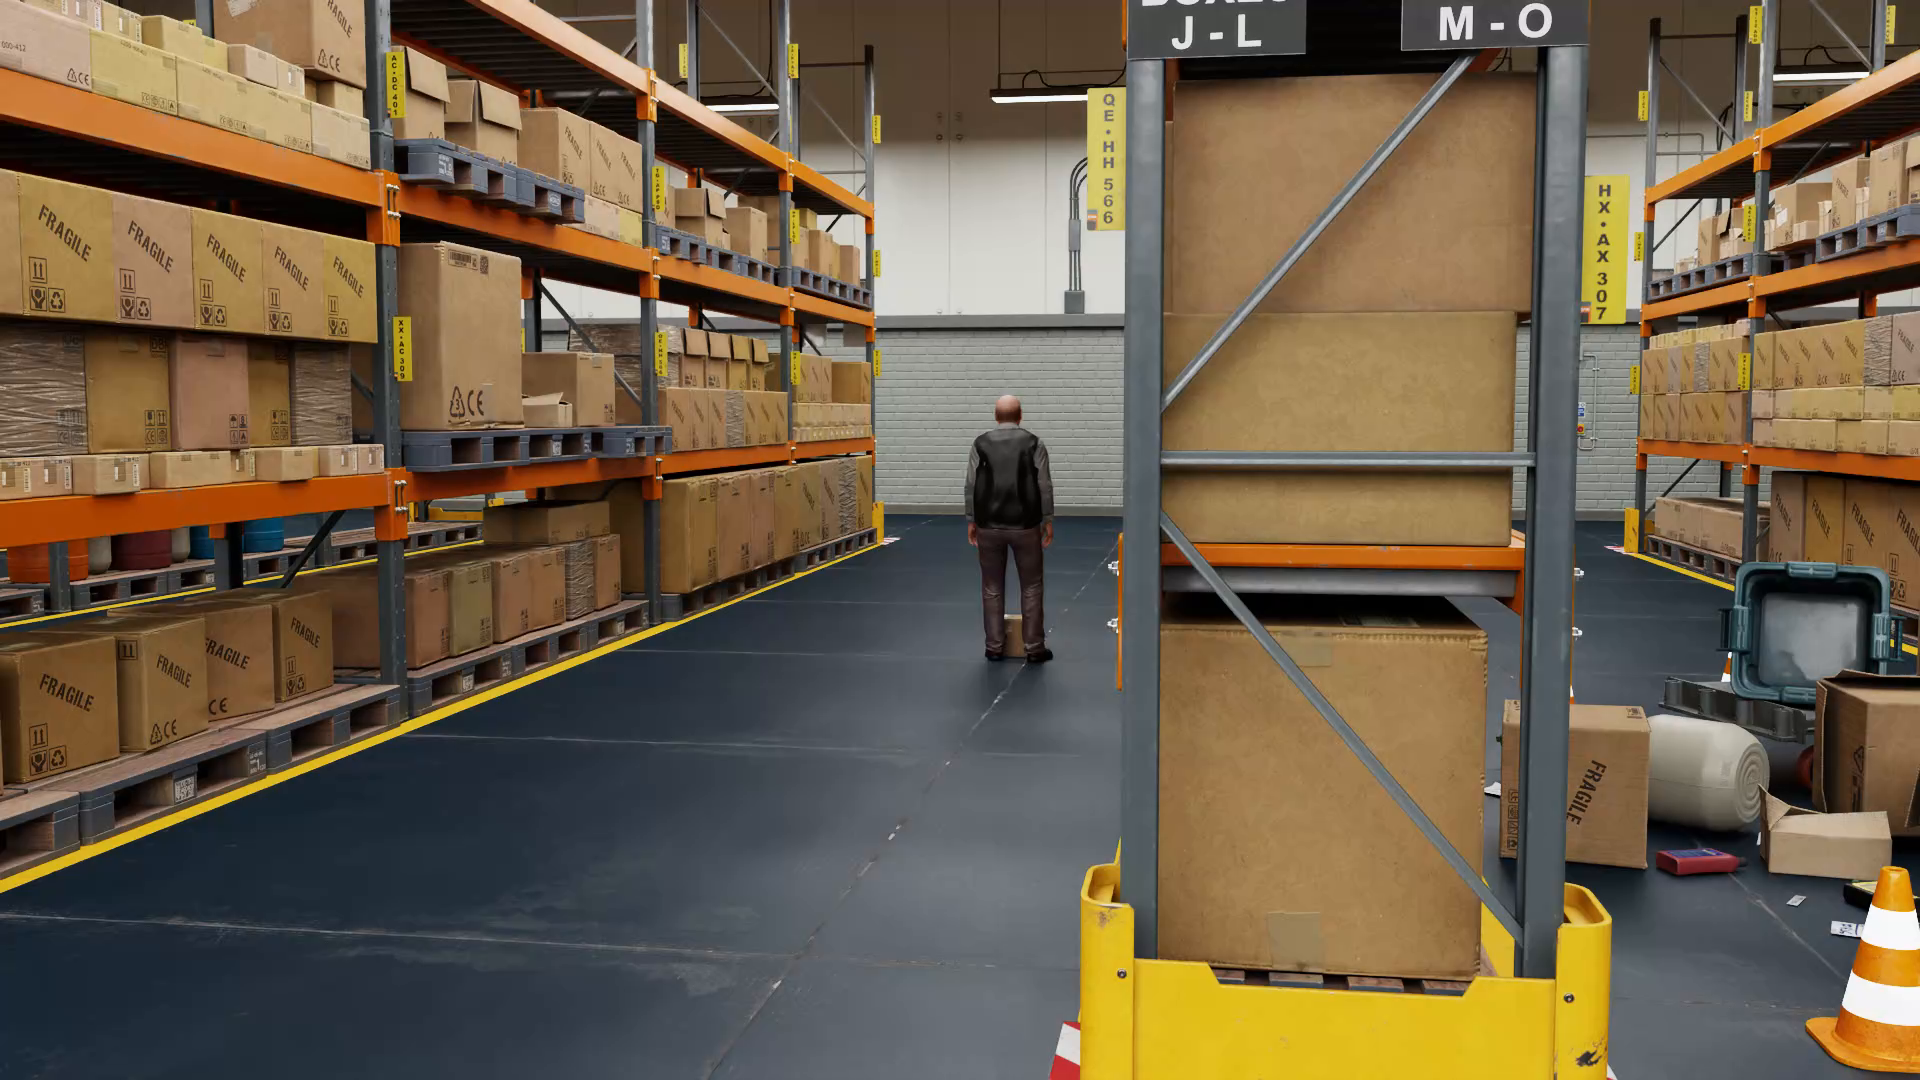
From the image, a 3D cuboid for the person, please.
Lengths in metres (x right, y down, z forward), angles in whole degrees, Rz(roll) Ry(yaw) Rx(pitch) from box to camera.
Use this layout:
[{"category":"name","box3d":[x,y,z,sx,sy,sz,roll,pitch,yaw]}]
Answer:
[{"category":"person","box3d":[0.321,-0.077,10.774,0.580,1.721,0.460,1,4,9]}]
